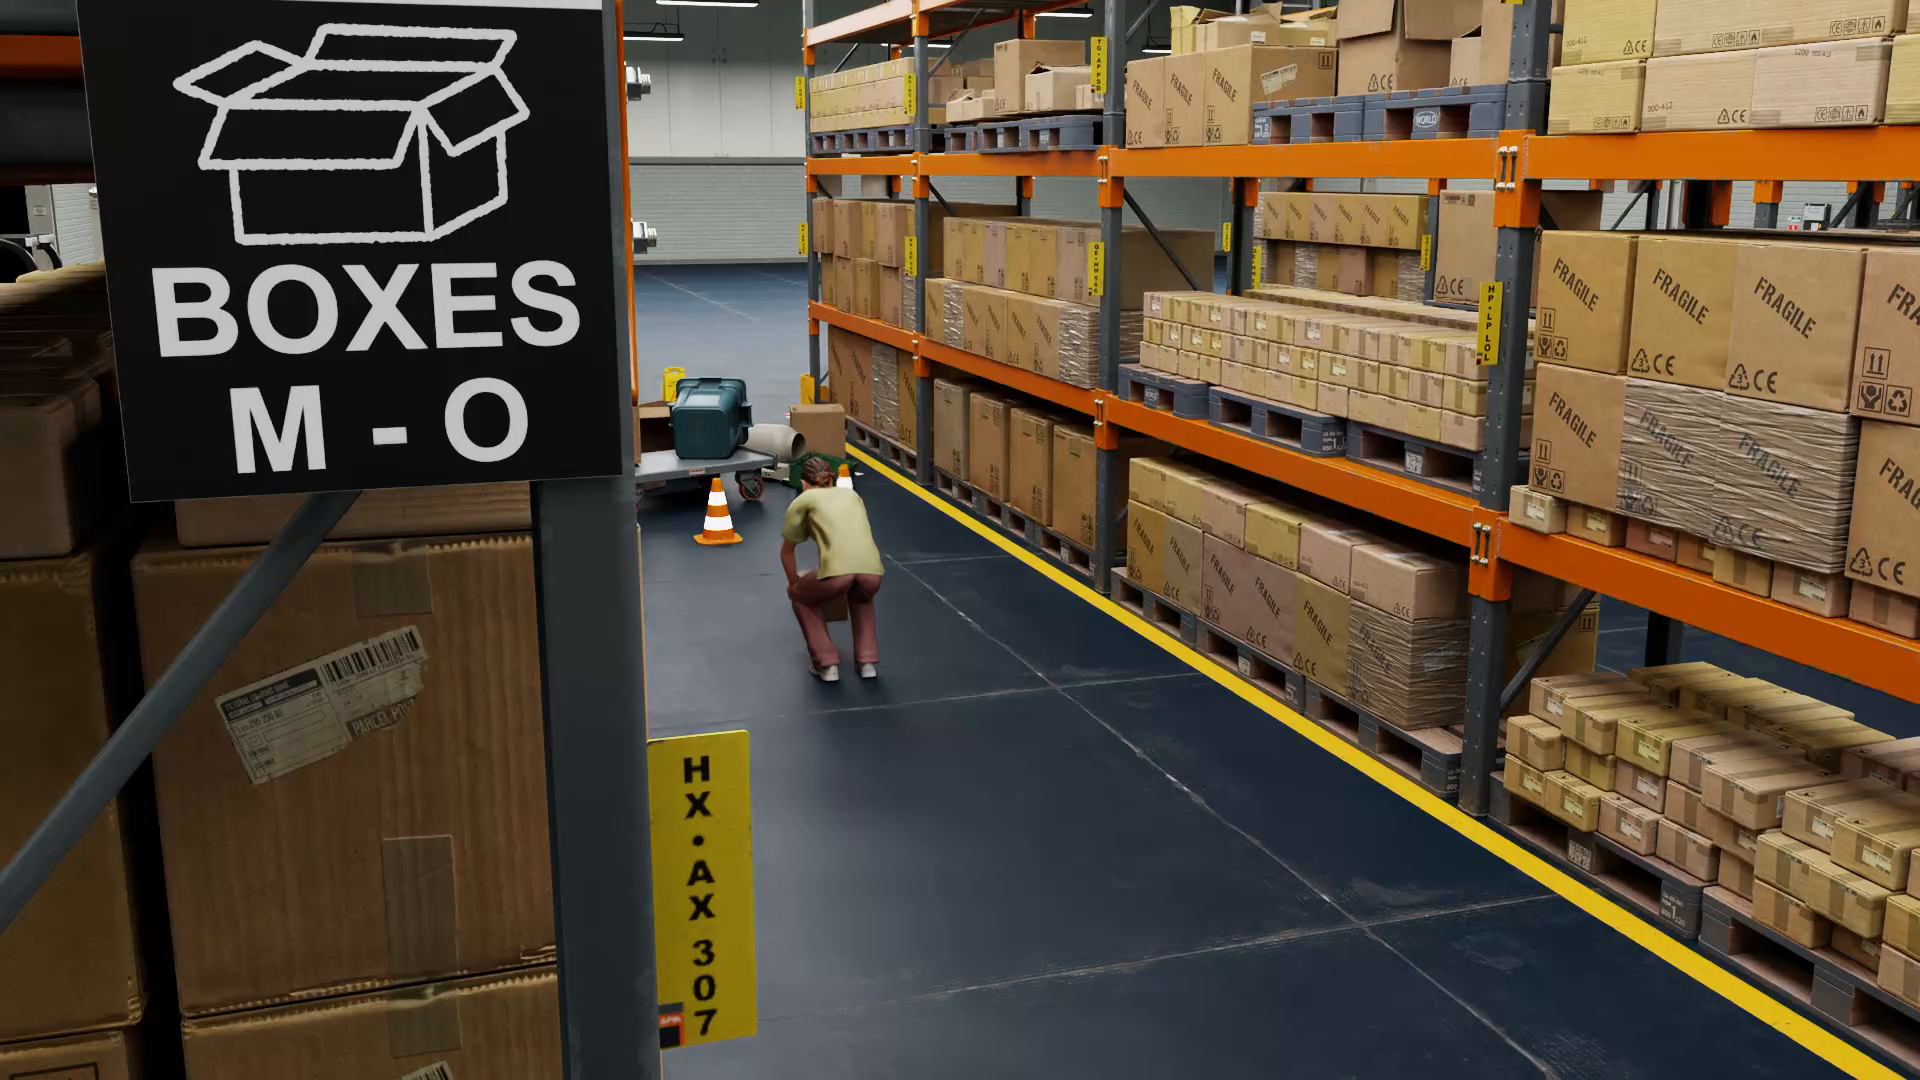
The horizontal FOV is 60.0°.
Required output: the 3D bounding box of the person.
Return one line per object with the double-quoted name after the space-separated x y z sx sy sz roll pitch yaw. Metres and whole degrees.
-0.694 0.160 8.995 0.506 1.142 0.741 -4 13 -18 "person"
